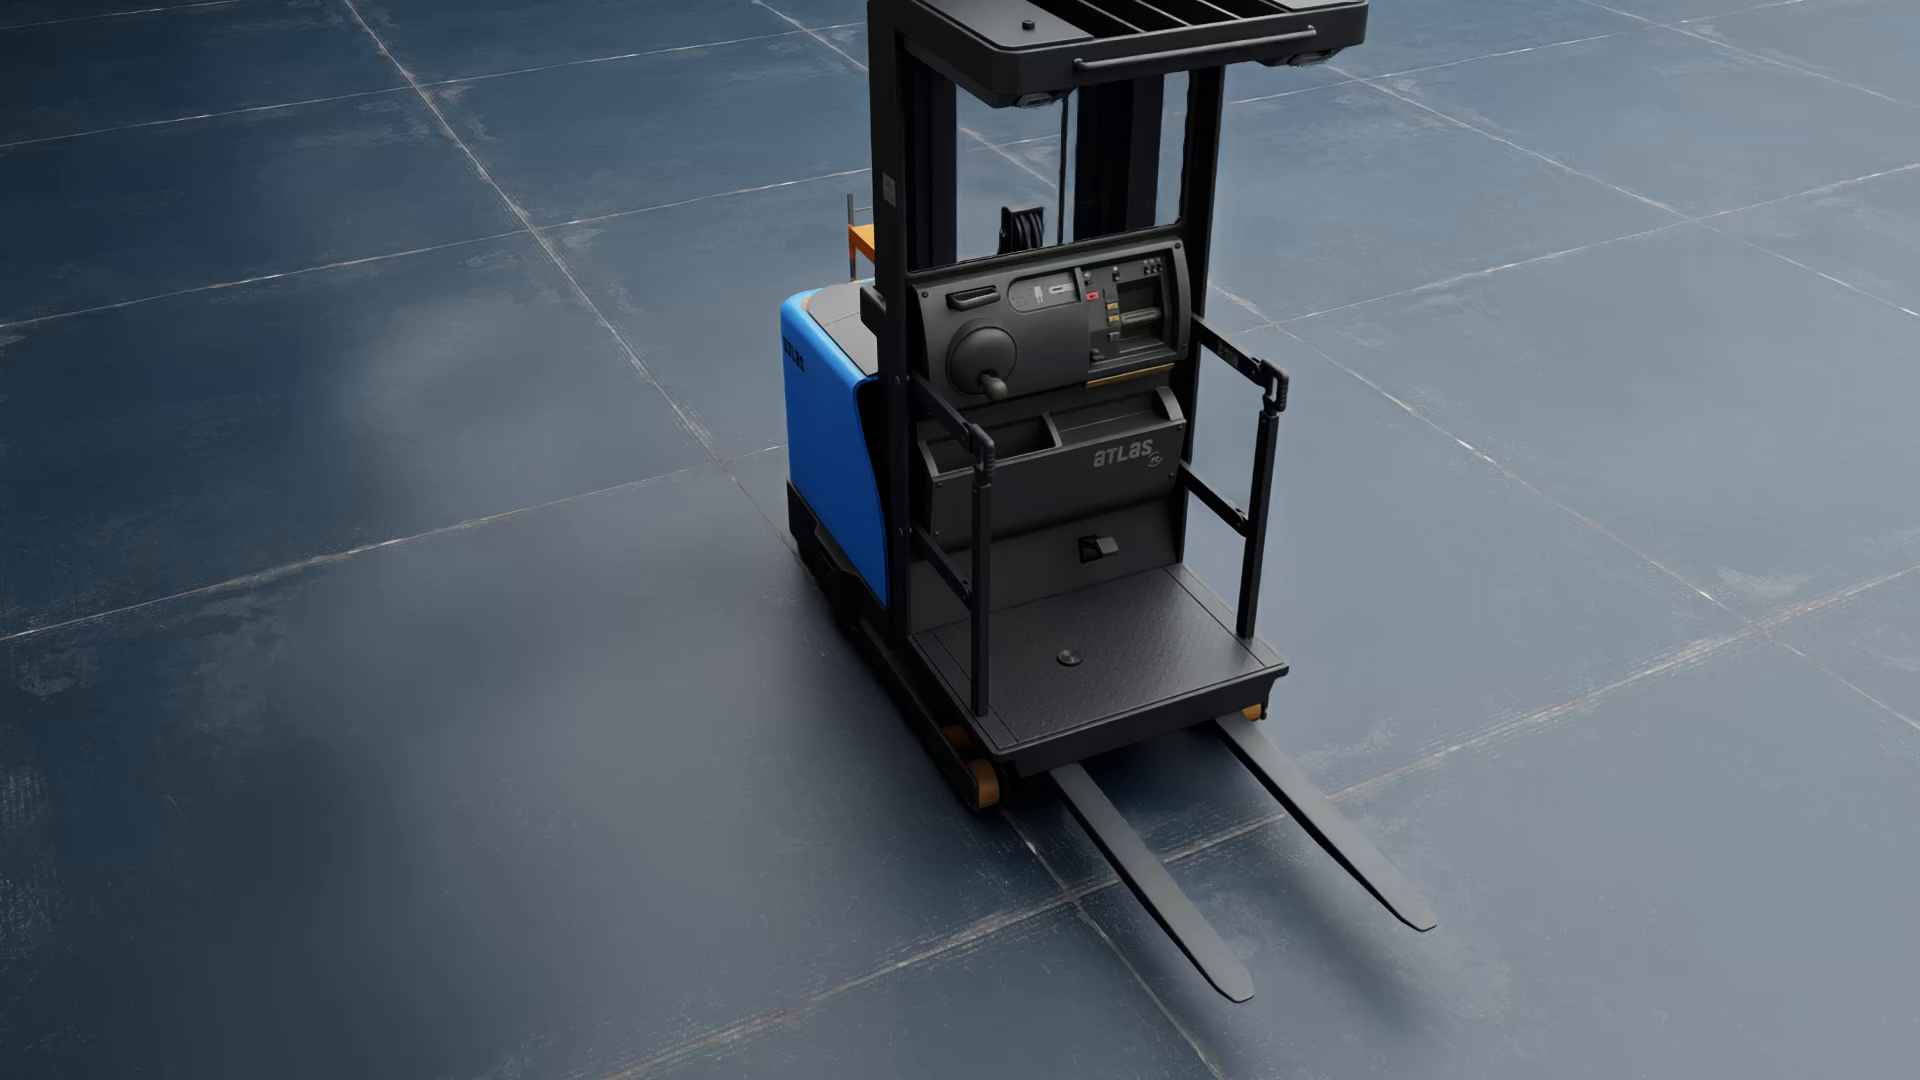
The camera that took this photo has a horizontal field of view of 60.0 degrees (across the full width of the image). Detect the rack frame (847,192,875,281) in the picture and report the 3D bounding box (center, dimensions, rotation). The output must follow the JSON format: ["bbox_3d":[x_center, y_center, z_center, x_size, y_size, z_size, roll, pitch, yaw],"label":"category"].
[{"bbox_3d":[-0.344,-0.922,7.077,0.240,1.200,0.015,-14,35,-21],"label":"rack frame"}]

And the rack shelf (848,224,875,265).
[{"bbox_3d":[-0.241,-1.134,6.679,0.258,0.148,0.480,-14,35,-21],"label":"rack shelf"}]

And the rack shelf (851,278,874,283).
[{"bbox_3d":[-0.241,-0.934,6.806,0.258,0.148,0.480,-14,35,-21],"label":"rack shelf"}]

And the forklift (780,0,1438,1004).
[{"bbox_3d":[0.396,-0.632,5.020,1.130,2.935,3.031,-14,35,-21],"label":"forklift"}]

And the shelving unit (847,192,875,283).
[{"bbox_3d":[-0.241,-0.803,6.891,0.258,1.200,0.503,-14,35,-21],"label":"shelving unit"}]
